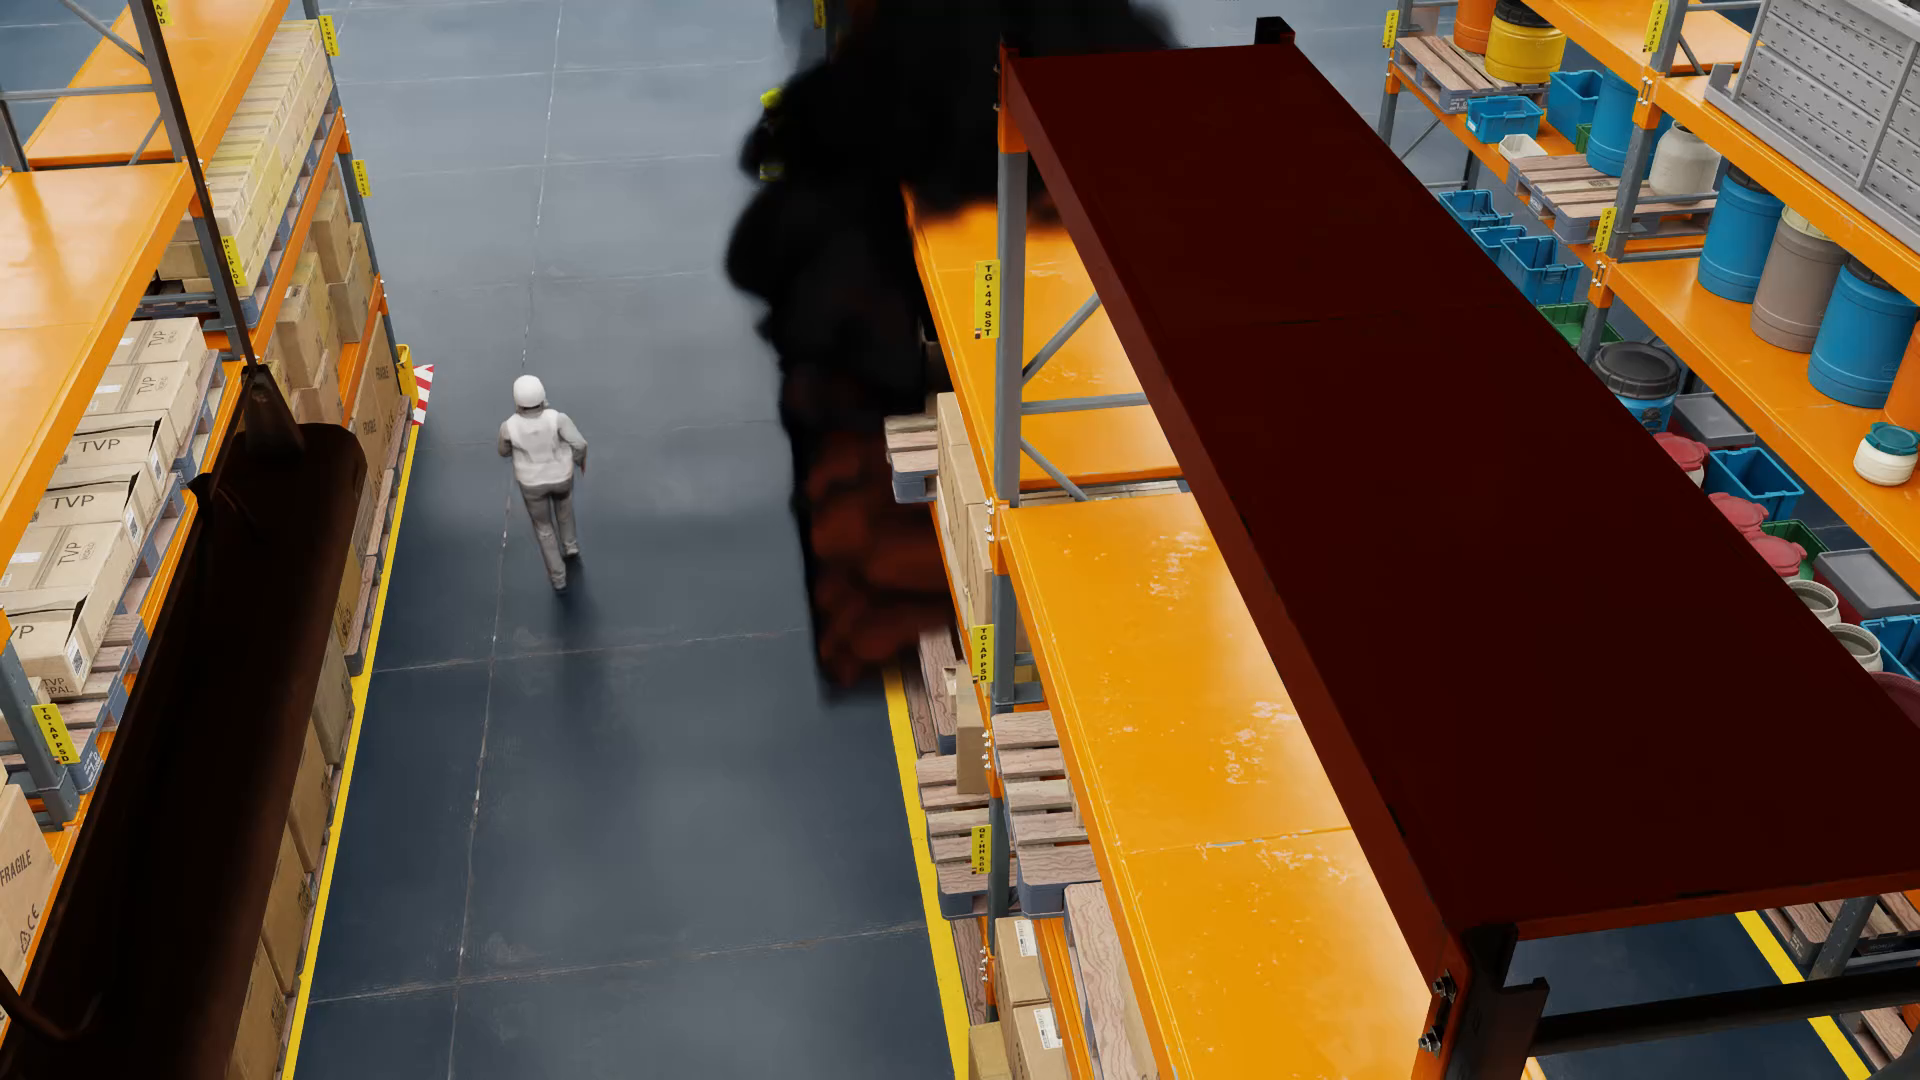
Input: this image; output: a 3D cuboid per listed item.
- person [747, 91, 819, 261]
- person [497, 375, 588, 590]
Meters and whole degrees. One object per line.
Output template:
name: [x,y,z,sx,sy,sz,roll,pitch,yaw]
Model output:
person: [-1.848,-3.701,16.937,0.915,1.764,0.702,22,42,27]
person: [-3.131,-0.462,12.598,0.624,1.831,0.752,-14,39,-18]
